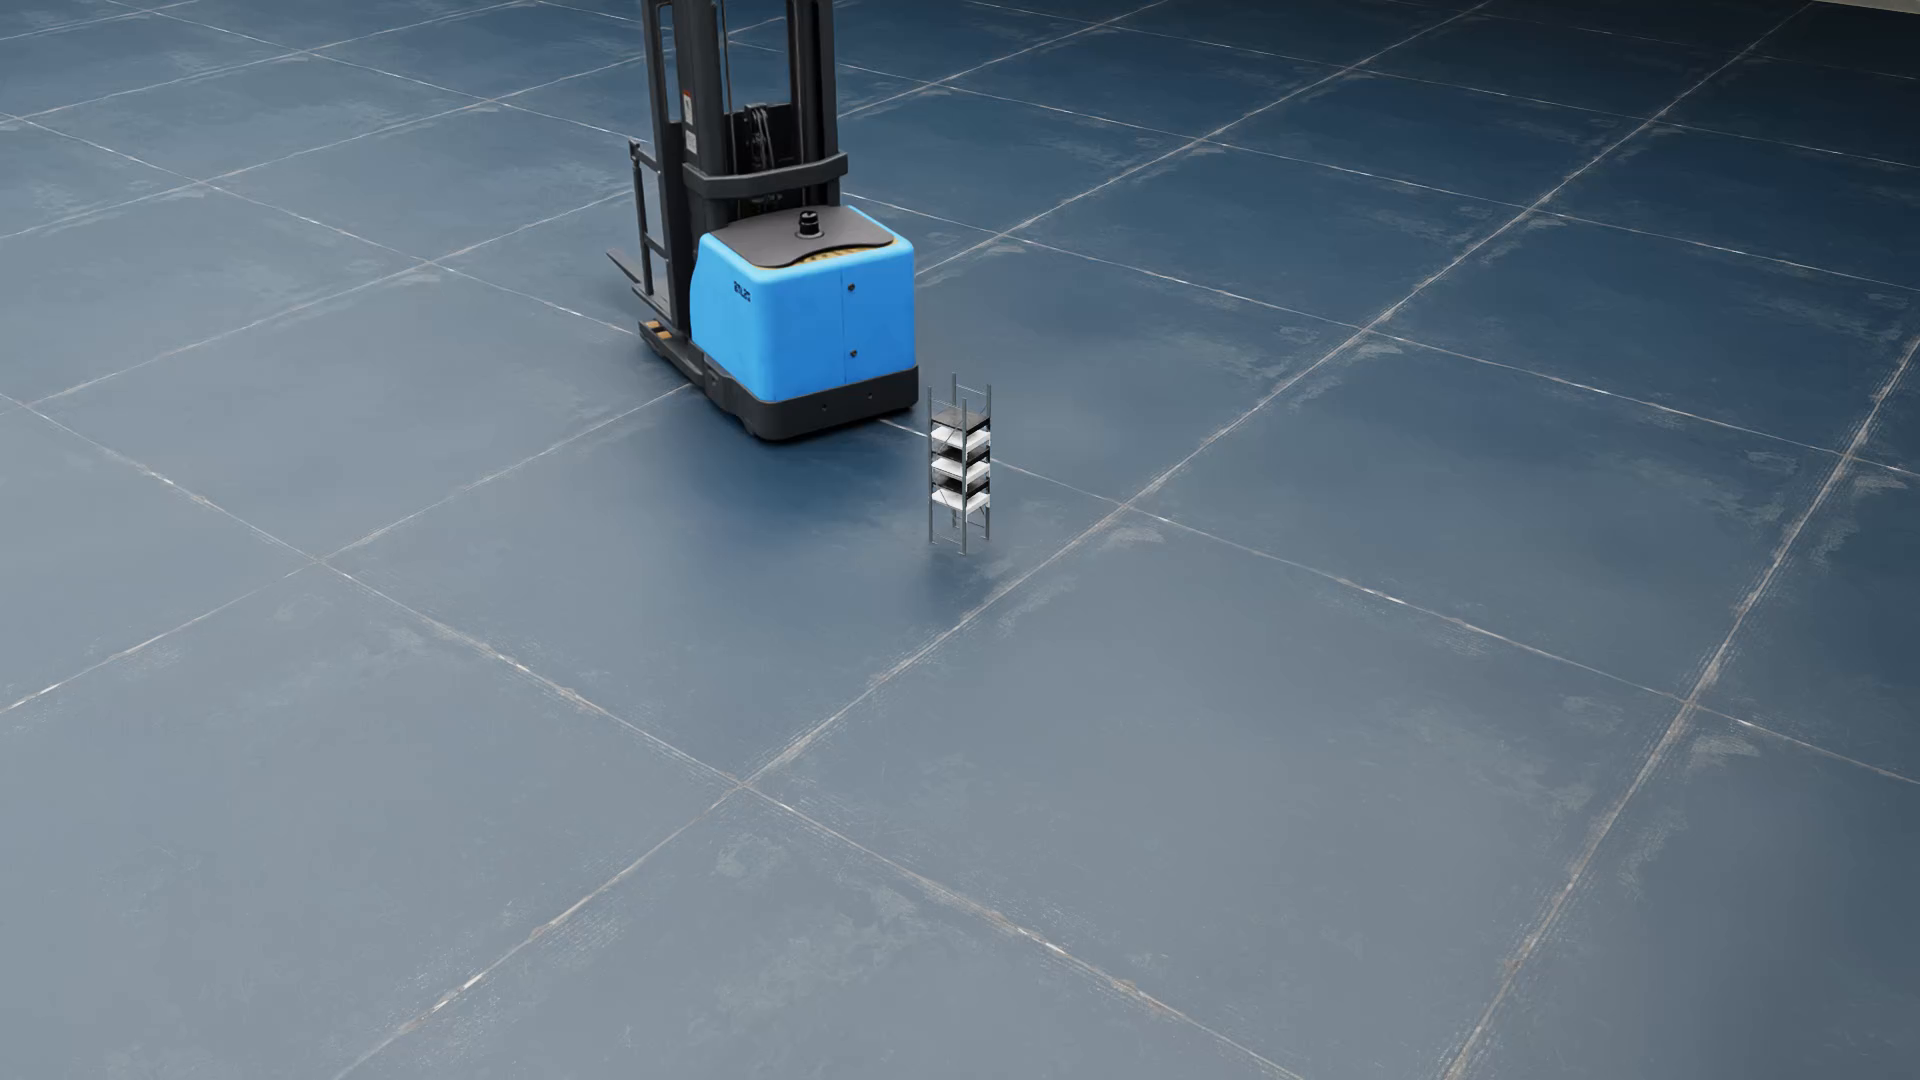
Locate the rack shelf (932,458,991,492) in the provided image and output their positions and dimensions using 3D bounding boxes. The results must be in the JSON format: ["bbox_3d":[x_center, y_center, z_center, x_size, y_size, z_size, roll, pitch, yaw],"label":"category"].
[{"bbox_3d":[-0.005,-0.355,8.532,0.258,0.077,0.200,21,37,31],"label":"rack shelf"}]

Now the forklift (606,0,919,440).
[{"bbox_3d":[-1.440,-2.552,10.182,1.130,2.935,3.031,-17,35,-26],"label":"forklift"}]

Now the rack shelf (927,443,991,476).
[{"bbox_3d":[-0.005,-0.433,8.486,0.258,0.077,0.200,21,37,31],"label":"rack shelf"}]

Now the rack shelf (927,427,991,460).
[{"bbox_3d":[-0.005,-0.510,8.440,0.258,0.077,0.200,21,37,31],"label":"rack shelf"}]

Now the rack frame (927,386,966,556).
[{"bbox_3d":[-0.066,-0.342,8.445,0.240,0.900,0.006,21,37,31],"label":"rack frame"}]

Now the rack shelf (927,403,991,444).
[{"bbox_3d":[-0.005,-0.587,8.394,0.258,0.077,0.200,21,37,31],"label":"rack shelf"}]

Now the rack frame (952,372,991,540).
[{"bbox_3d":[0.056,-0.425,8.585,0.240,0.900,0.006,21,37,31],"label":"rack frame"}]

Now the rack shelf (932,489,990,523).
[{"bbox_3d":[-0.005,-0.200,8.624,0.258,0.077,0.200,21,37,31],"label":"rack shelf"}]

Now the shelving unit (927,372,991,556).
[{"bbox_3d":[-0.005,-0.384,8.515,0.258,0.900,0.210,21,37,31],"label":"shelving unit"}]

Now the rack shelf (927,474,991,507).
[{"bbox_3d":[-0.005,-0.278,8.578,0.258,0.077,0.200,21,37,31],"label":"rack shelf"}]
